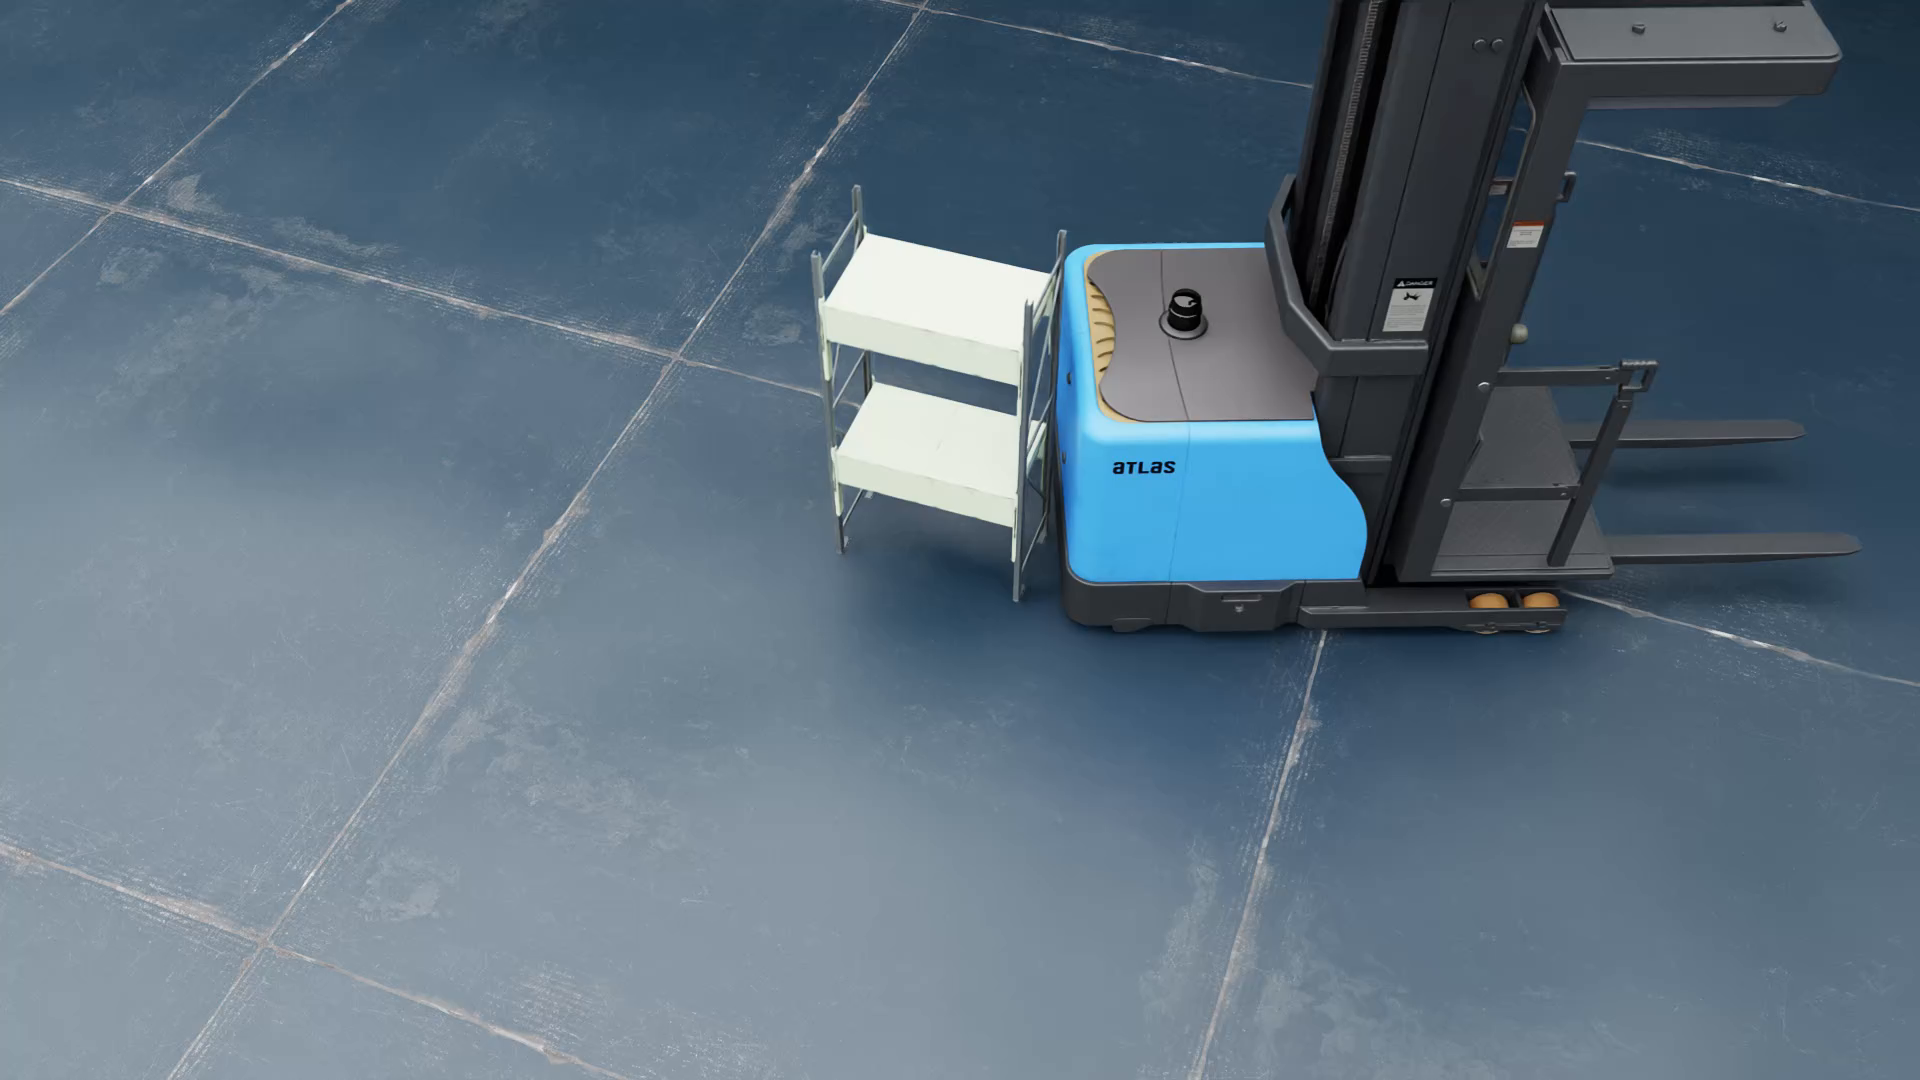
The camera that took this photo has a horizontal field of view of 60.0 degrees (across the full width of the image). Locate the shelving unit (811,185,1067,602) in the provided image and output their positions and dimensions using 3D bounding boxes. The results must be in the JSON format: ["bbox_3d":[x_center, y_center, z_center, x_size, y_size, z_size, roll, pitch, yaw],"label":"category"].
[{"bbox_3d":[-0.067,-0.486,6.046,0.755,1.500,0.431,15,51,12],"label":"shelving unit"}]

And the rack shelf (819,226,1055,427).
[{"bbox_3d":[-0.067,-0.742,5.751,0.720,0.370,0.431,15,51,12],"label":"rack shelf"}]

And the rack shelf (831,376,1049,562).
[{"bbox_3d":[-0.067,-0.273,6.292,0.720,0.370,0.431,15,51,12],"label":"rack shelf"}]

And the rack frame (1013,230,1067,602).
[{"bbox_3d":[0.279,-0.396,5.967,0.023,1.500,0.400,15,51,12],"label":"rack frame"}]

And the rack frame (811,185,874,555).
[{"bbox_3d":[-0.413,-0.577,6.124,0.023,1.500,0.400,15,51,12],"label":"rack frame"}]

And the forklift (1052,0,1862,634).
[{"bbox_3d":[1.896,-1.008,5.550,3.031,2.935,1.130,-1,49,-1],"label":"forklift"}]
